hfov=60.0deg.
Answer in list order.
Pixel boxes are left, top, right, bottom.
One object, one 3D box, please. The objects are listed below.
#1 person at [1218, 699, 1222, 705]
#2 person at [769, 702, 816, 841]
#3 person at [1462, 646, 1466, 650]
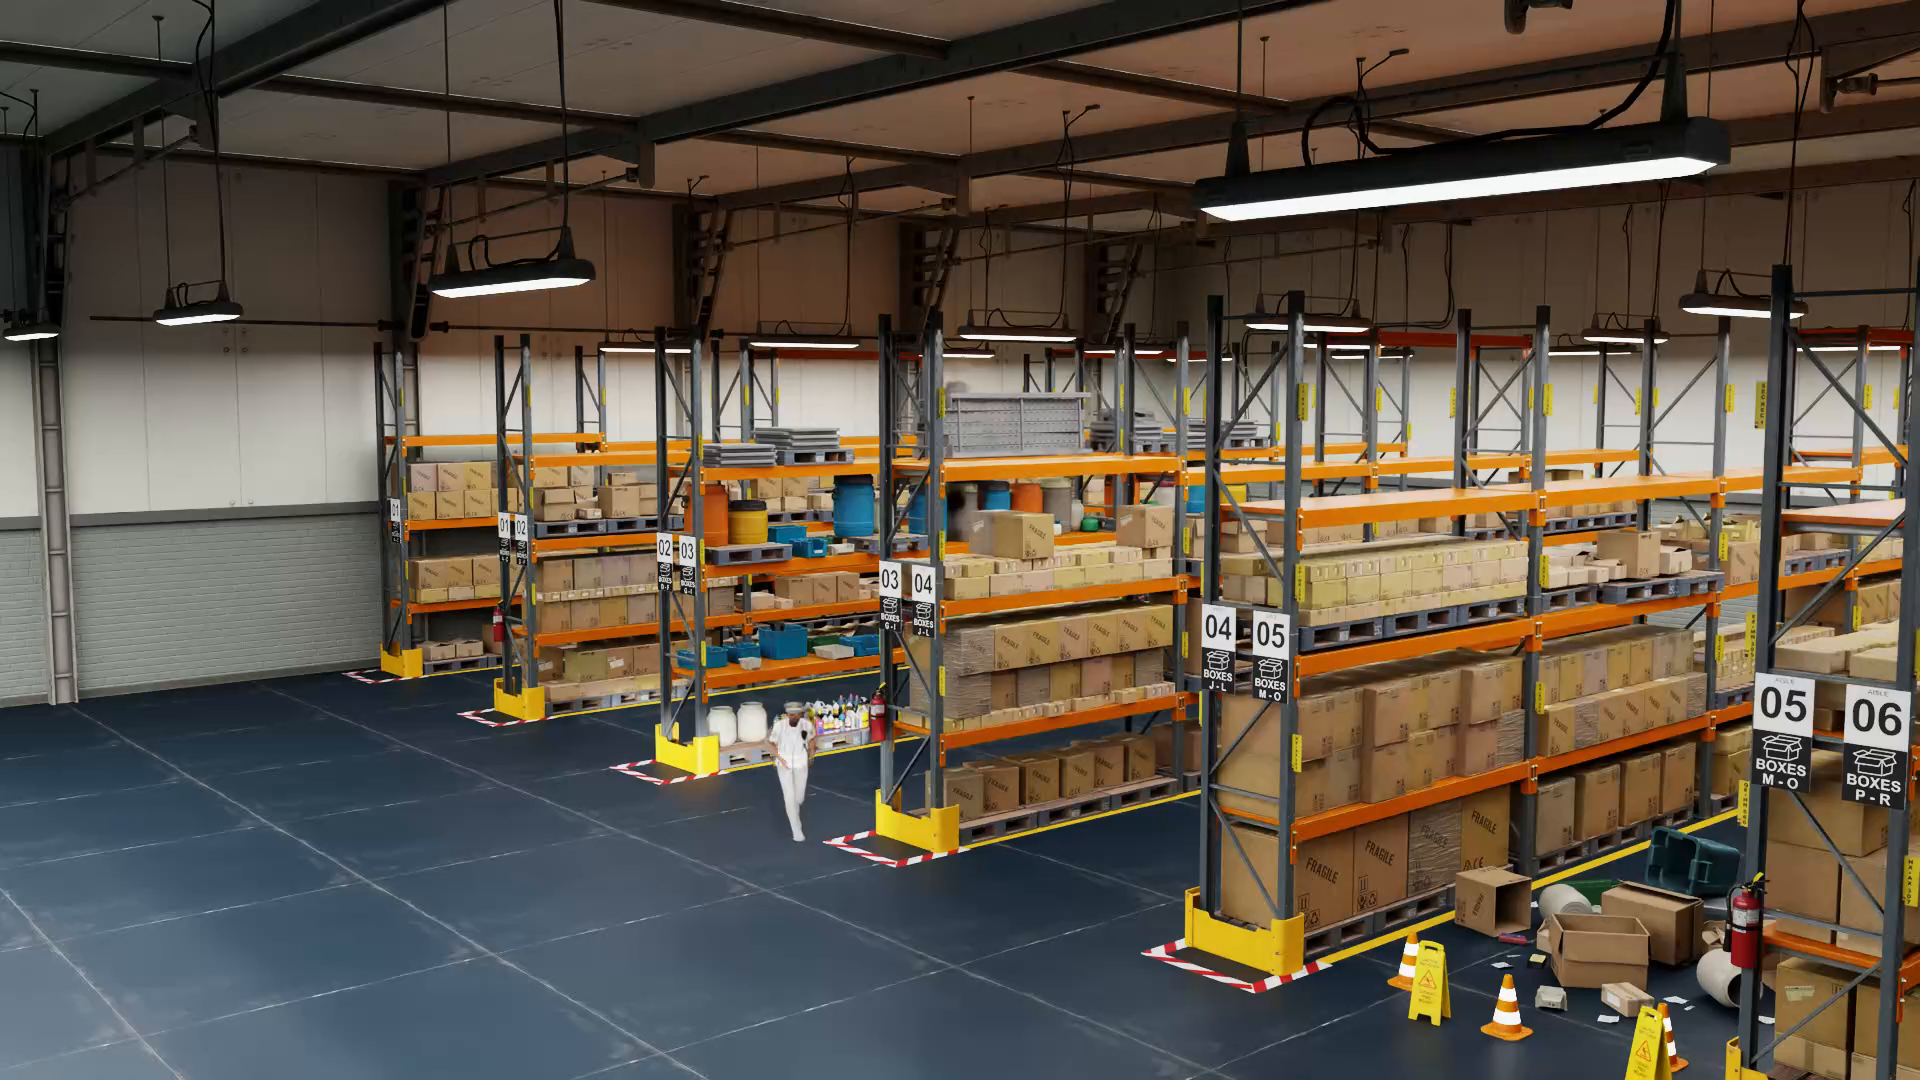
[{"bbox_3d":[4.012,1.800,25.621,0.664,1.613,0.679,-4,7,-37],"label":"person"},{"bbox_3d":[-1.946,2.615,19.294,0.547,1.625,0.786,-1,5,-8],"label":"person"},{"bbox_3d":[6.856,2.231,22.908,0.711,1.748,0.738,5,7,43],"label":"person"}]
